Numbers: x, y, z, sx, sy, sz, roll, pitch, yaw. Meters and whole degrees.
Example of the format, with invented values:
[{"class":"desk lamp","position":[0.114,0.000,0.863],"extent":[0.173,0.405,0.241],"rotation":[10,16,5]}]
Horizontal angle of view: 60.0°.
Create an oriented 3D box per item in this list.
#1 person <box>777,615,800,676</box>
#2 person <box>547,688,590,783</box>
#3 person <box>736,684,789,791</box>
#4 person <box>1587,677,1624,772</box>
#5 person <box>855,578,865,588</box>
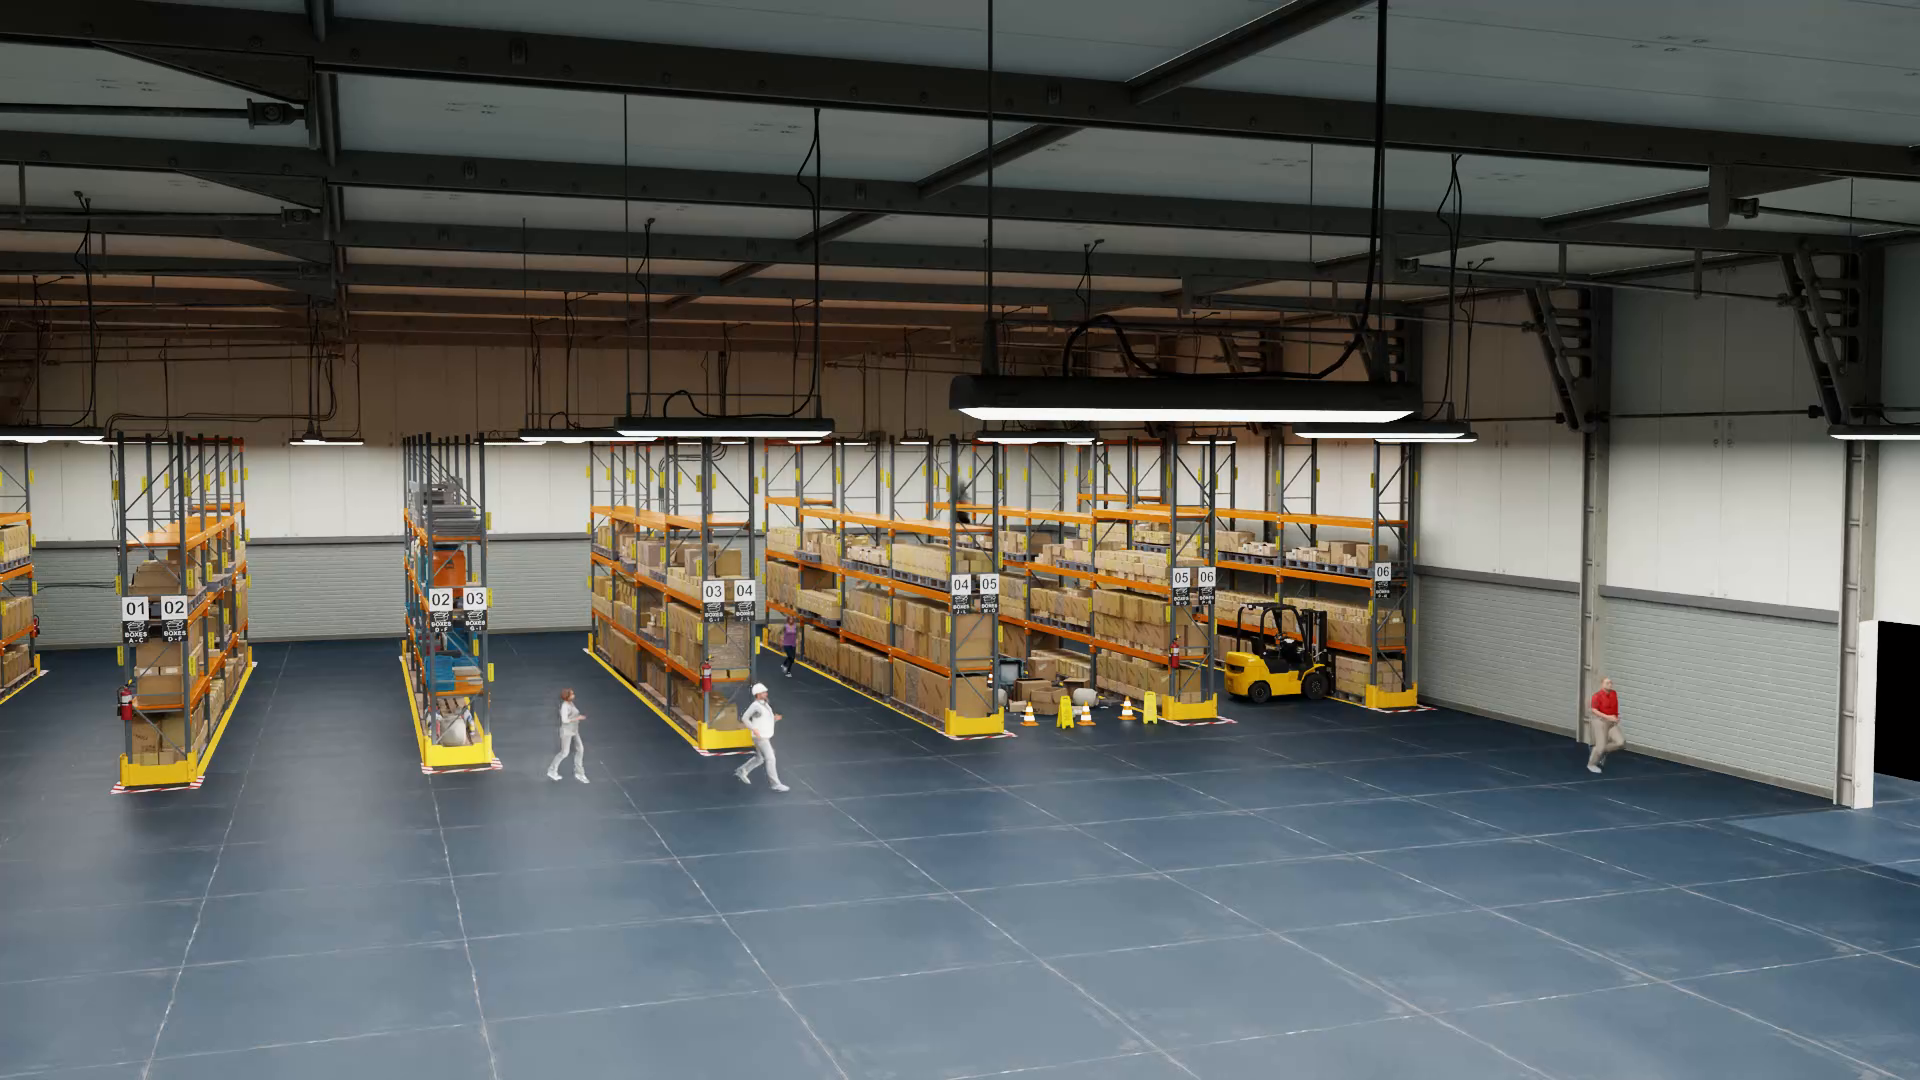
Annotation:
[{"class":"person","position":[-4.240,2.642,41.477],"extent":[0.515,1.554,0.627],"rotation":[-2,4,-28]},{"class":"person","position":[-6.695,3.338,28.350],"extent":[0.719,1.635,0.524],"rotation":[1,3,10]},{"class":"person","position":[-3.310,3.275,27.724],"extent":[0.970,1.758,0.647],"rotation":[1,3,10]},{"class":"person","position":[11.407,3.259,29.285],"extent":[0.688,1.688,0.718],"rotation":[-1,3,-21]},{"class":"person","position":[-3.001,2.035,50.665],"extent":[0.732,1.837,0.650],"rotation":[-1,3,-18]}]
